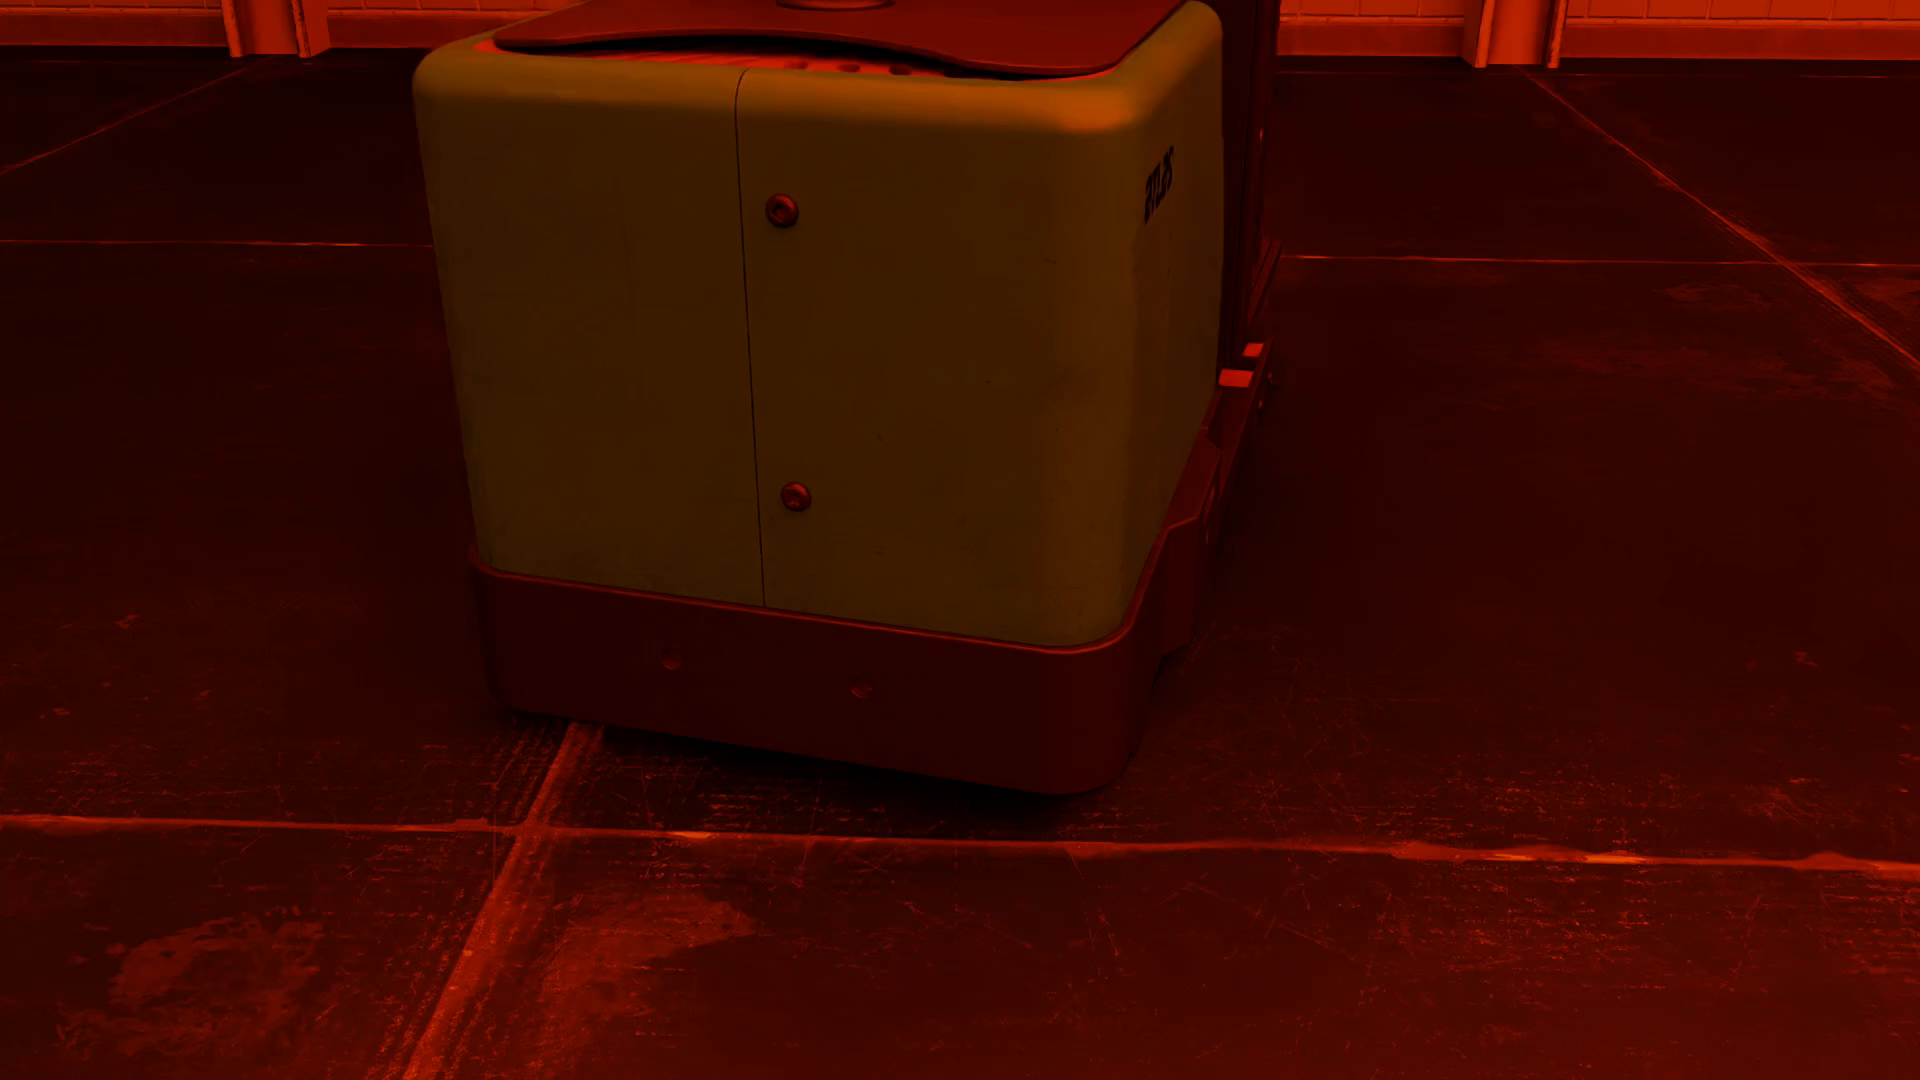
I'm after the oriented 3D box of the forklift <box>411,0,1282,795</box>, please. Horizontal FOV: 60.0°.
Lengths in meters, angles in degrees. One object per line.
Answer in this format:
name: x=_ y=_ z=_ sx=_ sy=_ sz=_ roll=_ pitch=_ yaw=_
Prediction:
forklift: x=0.120 y=-1.575 z=3.213 sx=1.130 sy=2.935 sz=3.031 roll=7 pitch=27 yaw=14
